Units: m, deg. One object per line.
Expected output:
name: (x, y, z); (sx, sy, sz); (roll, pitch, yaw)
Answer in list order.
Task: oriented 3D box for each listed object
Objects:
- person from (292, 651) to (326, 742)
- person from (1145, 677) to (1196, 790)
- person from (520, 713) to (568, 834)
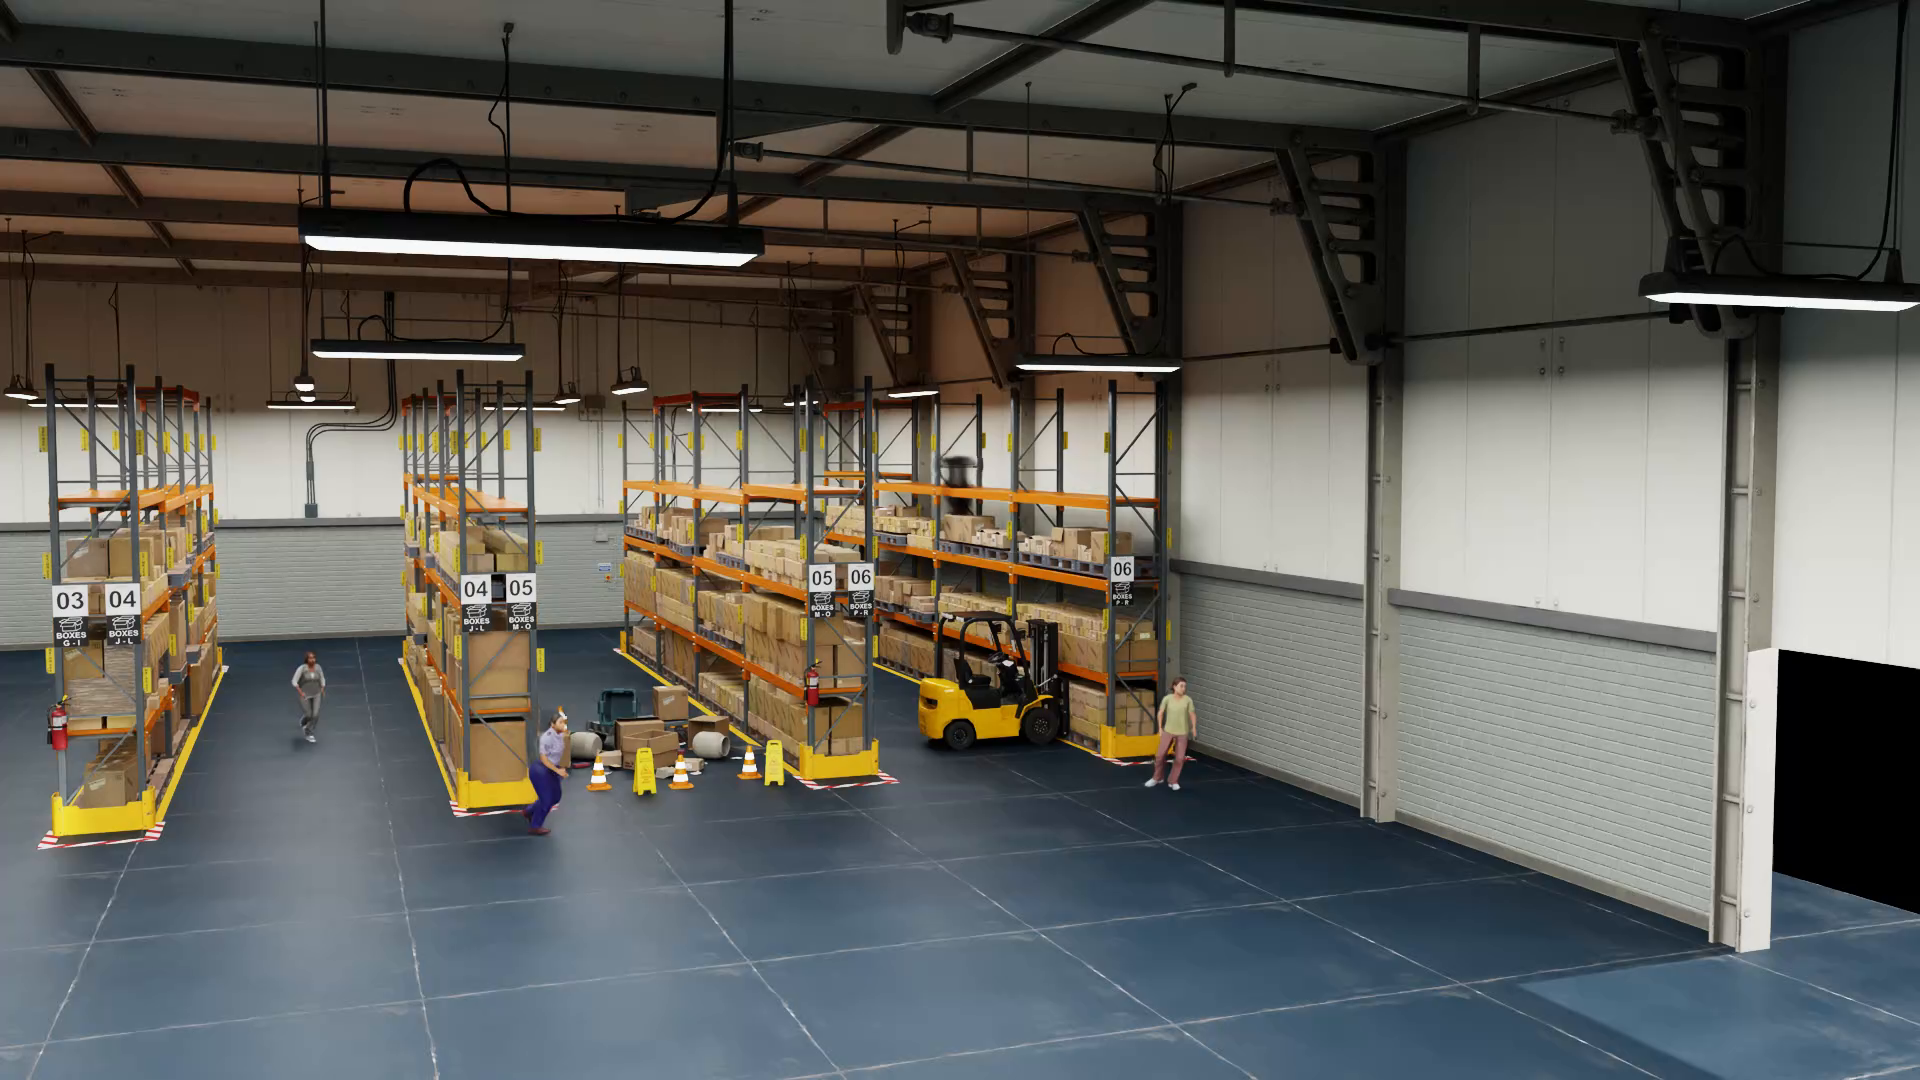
person: (-10.912, 2.617, 27.864); (0.539, 1.527, 0.582); (-2, 4, -36)
person: (3.035, 2.784, 23.899); (0.716, 1.645, 0.530); (0, 3, -1)
person: (-5.327, 2.977, 21.276); (0.722, 1.566, 0.587); (0, 3, 7)
